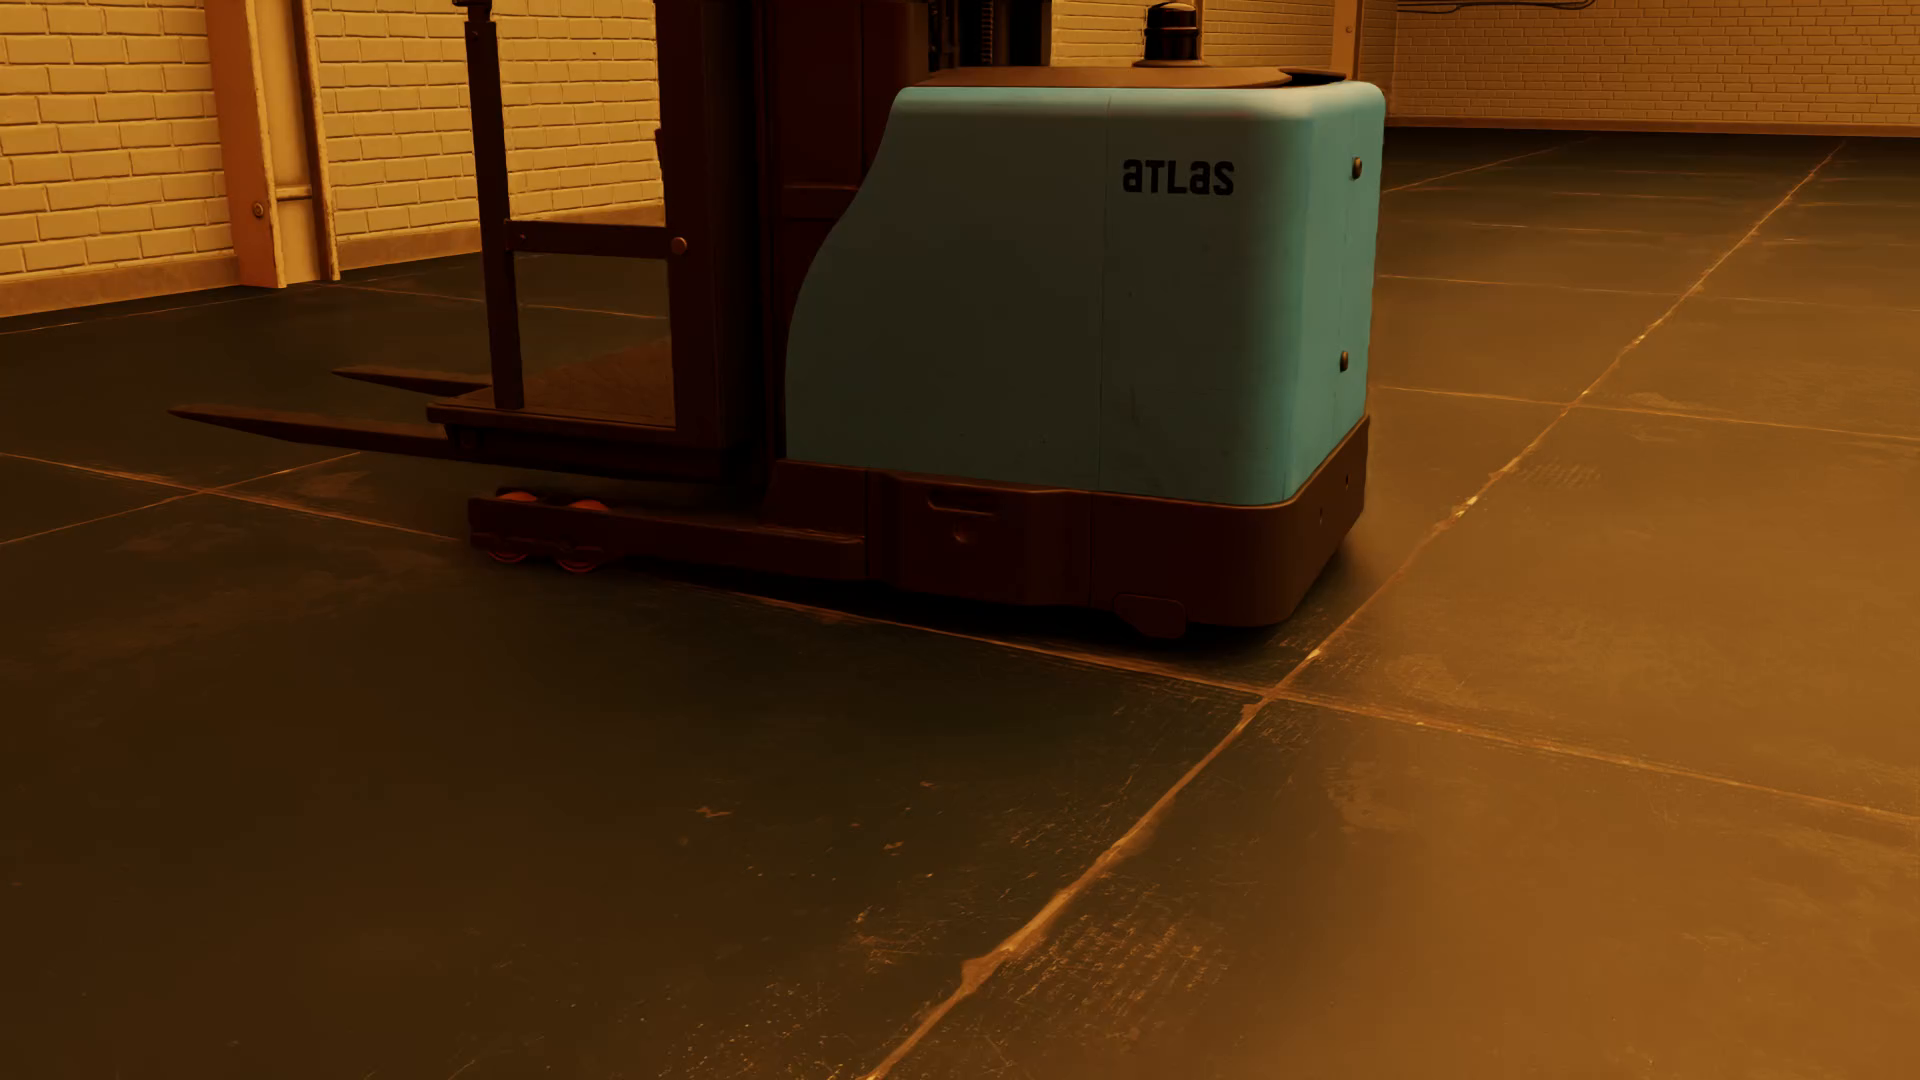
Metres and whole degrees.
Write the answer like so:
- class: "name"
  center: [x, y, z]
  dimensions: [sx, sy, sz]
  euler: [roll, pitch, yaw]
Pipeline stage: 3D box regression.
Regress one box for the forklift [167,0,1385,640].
- class: "forklift"
  center: [-0.589, -1.460, 3.809]
  dimensions: [3.031, 2.935, 1.130]
  euler: [7, 18, 22]
